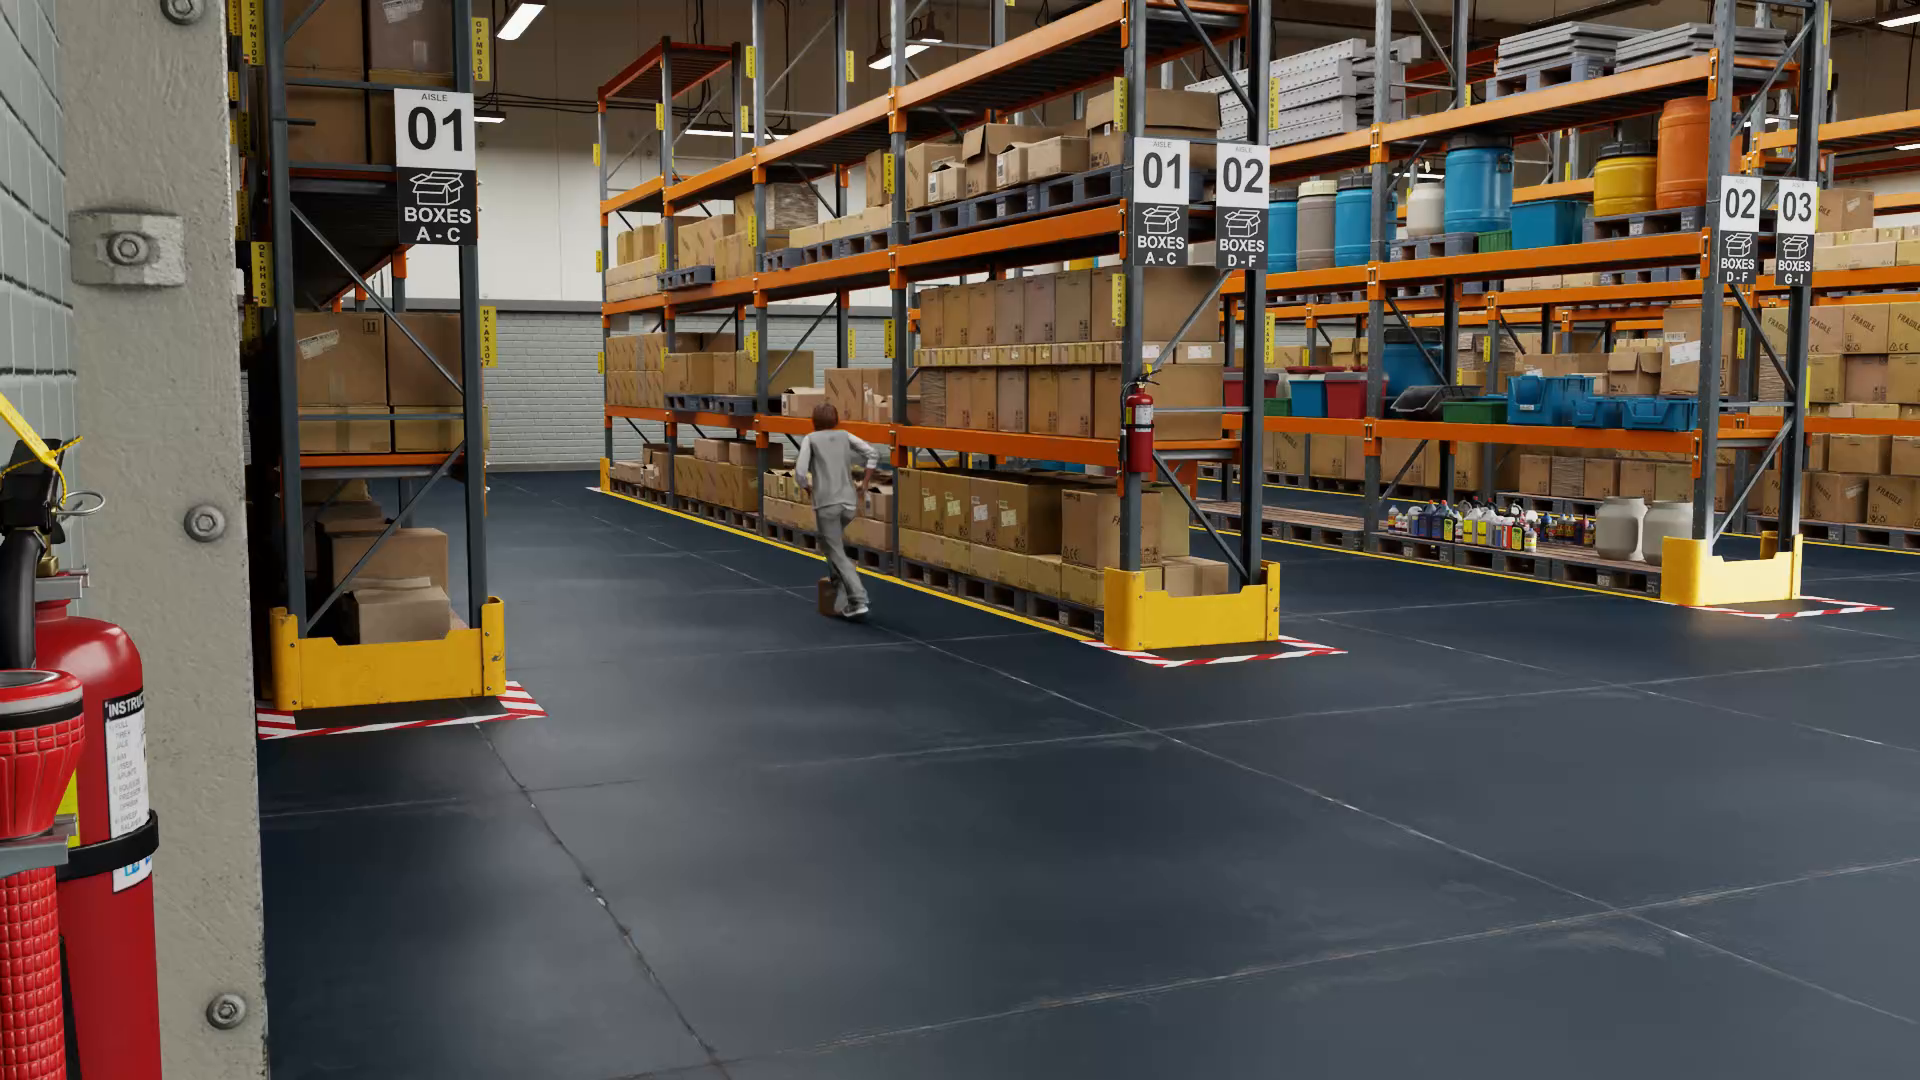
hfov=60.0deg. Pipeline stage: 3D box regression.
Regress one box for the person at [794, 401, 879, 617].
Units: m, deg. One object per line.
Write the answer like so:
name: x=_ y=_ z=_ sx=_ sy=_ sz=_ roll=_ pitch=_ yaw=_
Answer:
person: x=-0.861 y=-0.227 z=11.847 sx=0.546 sy=1.519 sz=0.775 roll=-4 pitch=7 yaw=-36
